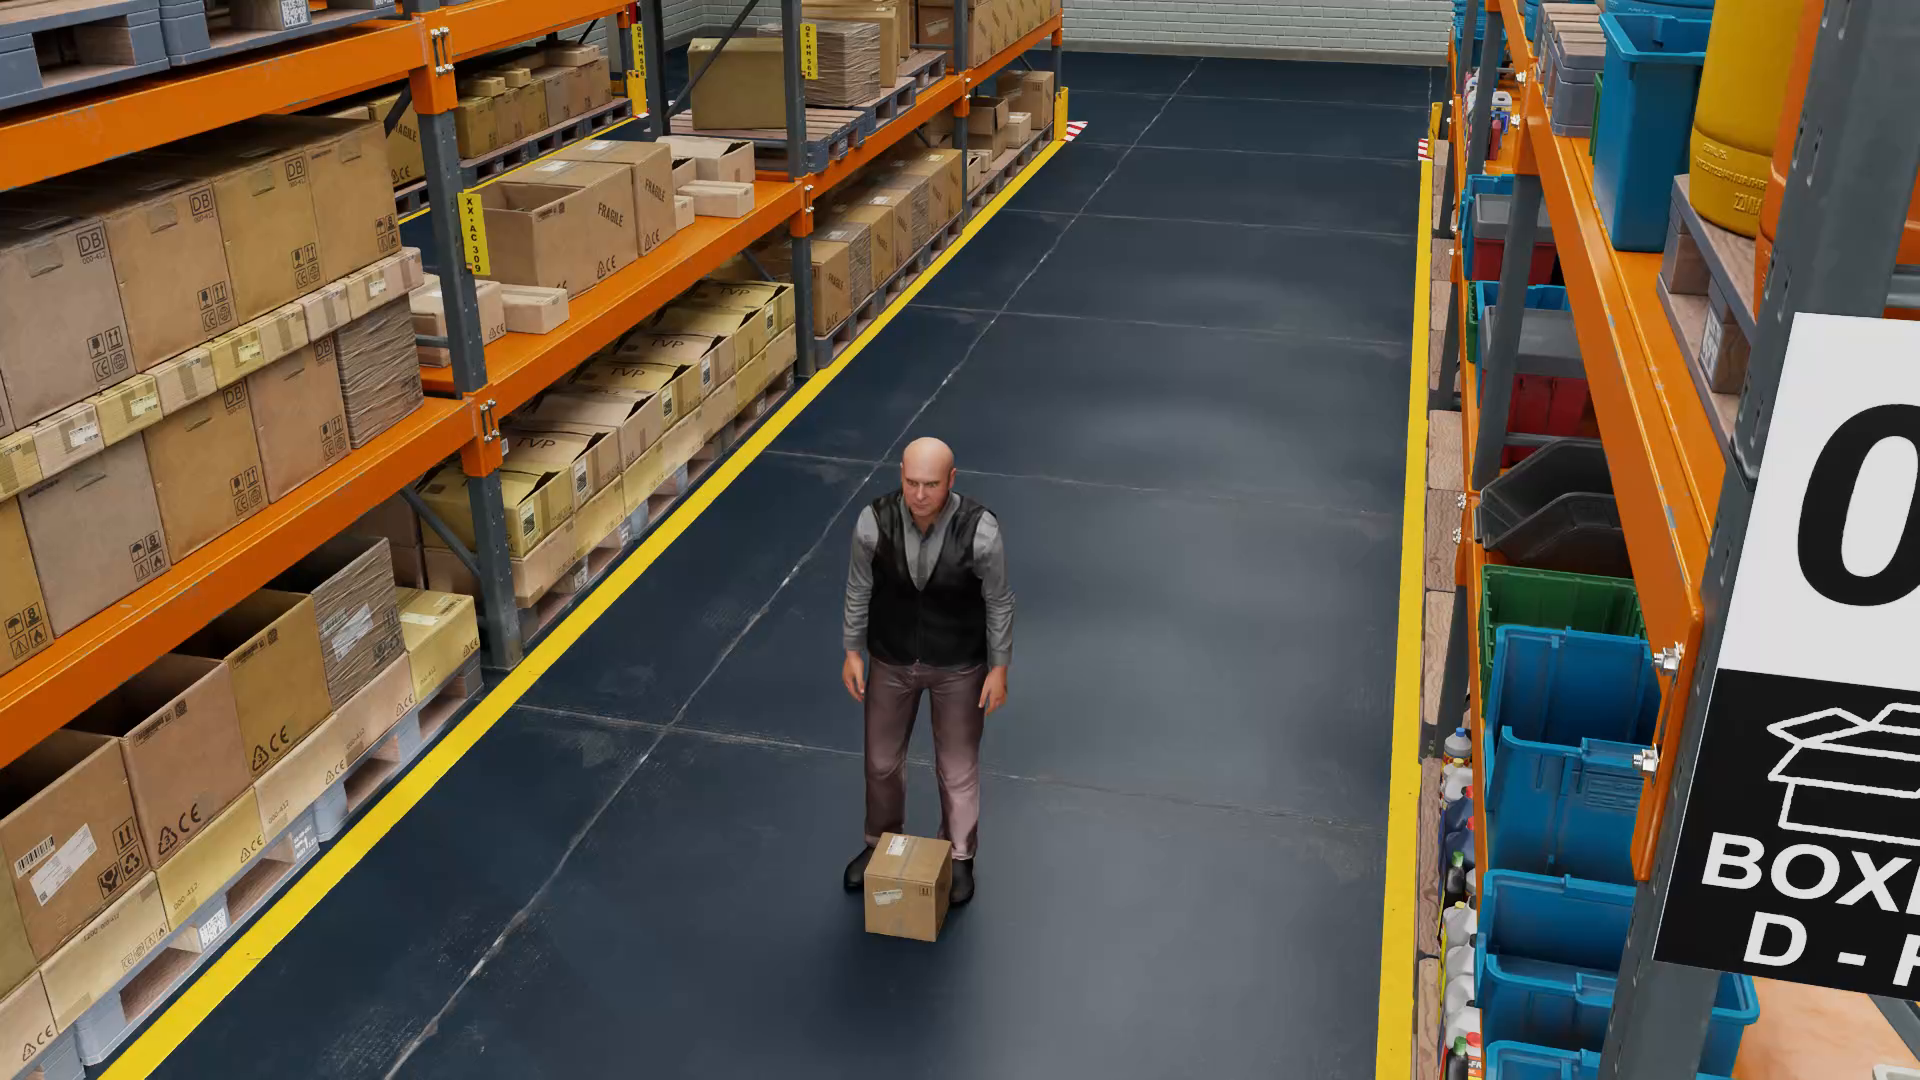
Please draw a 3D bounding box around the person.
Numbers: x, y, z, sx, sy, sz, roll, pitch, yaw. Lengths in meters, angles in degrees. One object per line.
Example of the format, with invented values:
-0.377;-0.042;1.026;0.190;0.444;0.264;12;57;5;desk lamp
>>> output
-0.108;0.426;5.727;0.592;1.722;0.416;5;26;11;person
